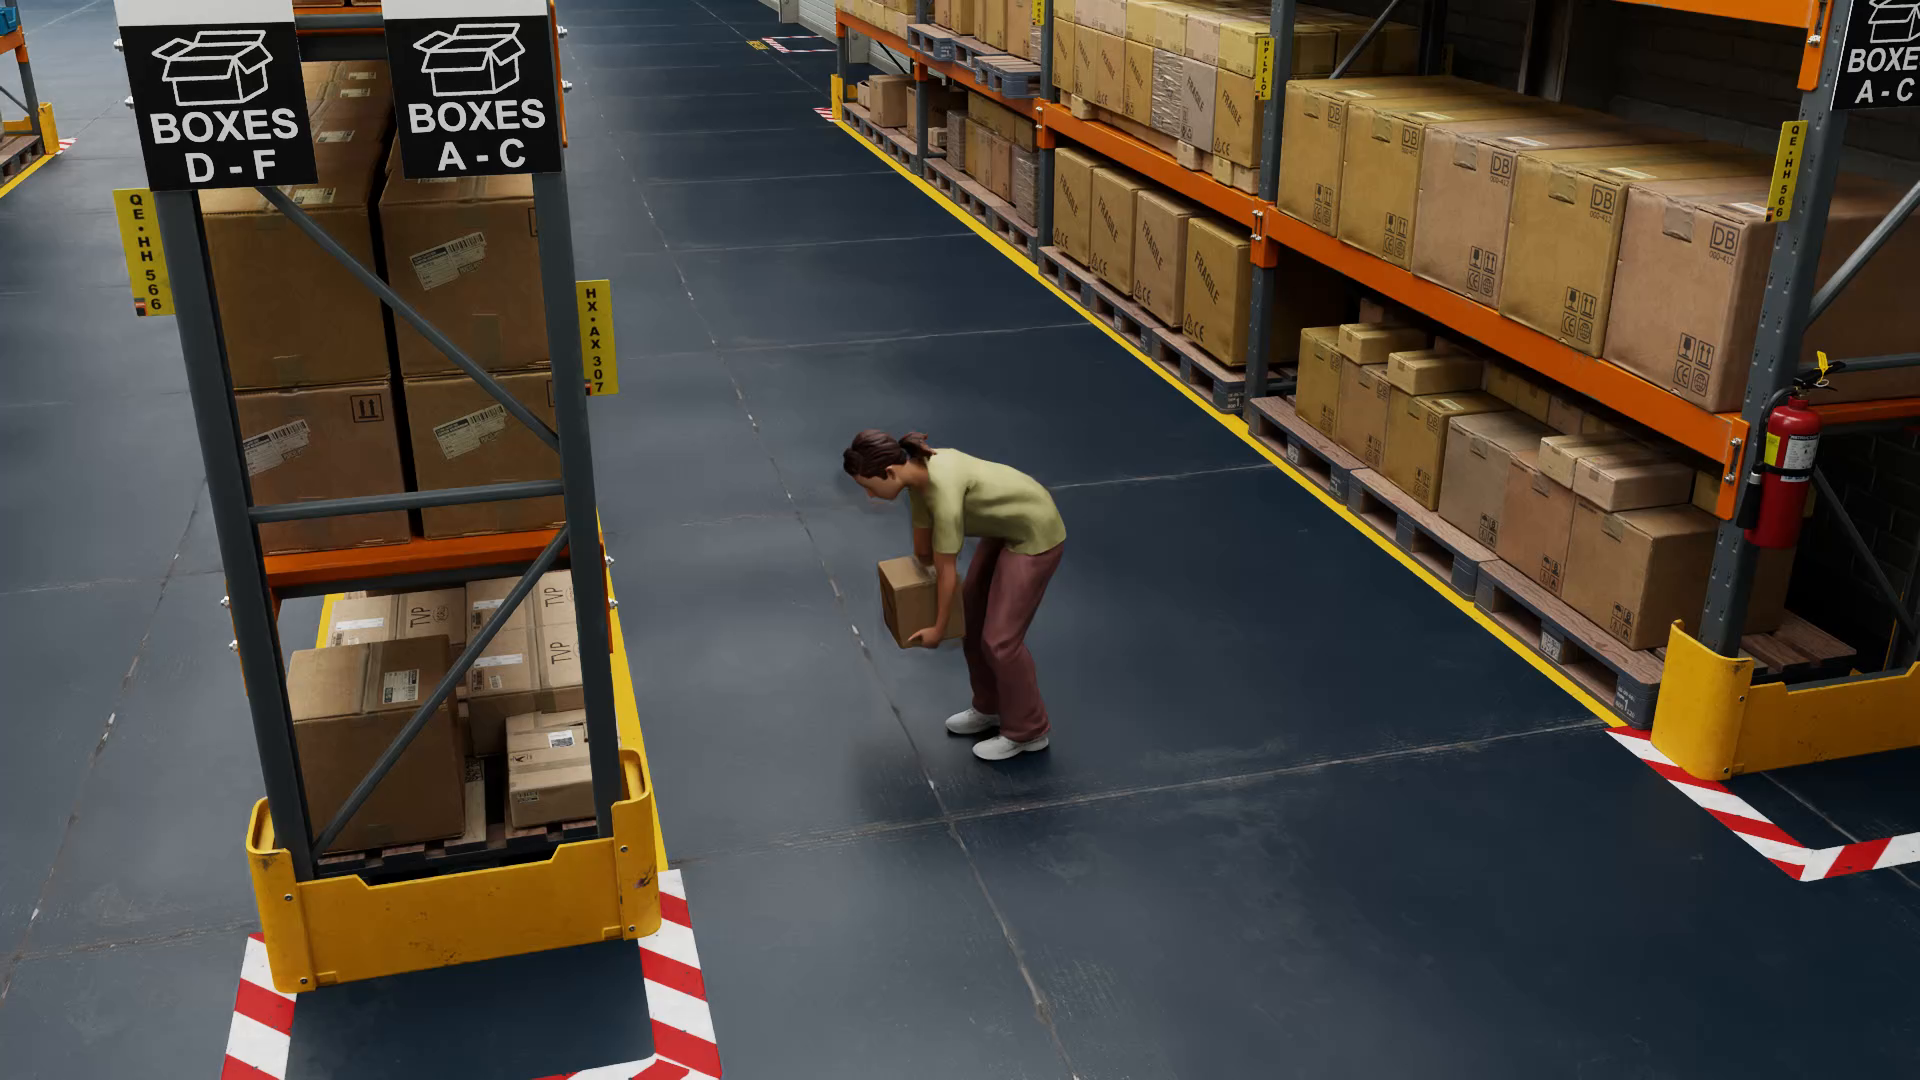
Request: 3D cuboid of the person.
[{"bbox_3d":[-0.019,0.186,6.131,0.813,1.311,0.403,-7,24,-16],"label":"person"}]
